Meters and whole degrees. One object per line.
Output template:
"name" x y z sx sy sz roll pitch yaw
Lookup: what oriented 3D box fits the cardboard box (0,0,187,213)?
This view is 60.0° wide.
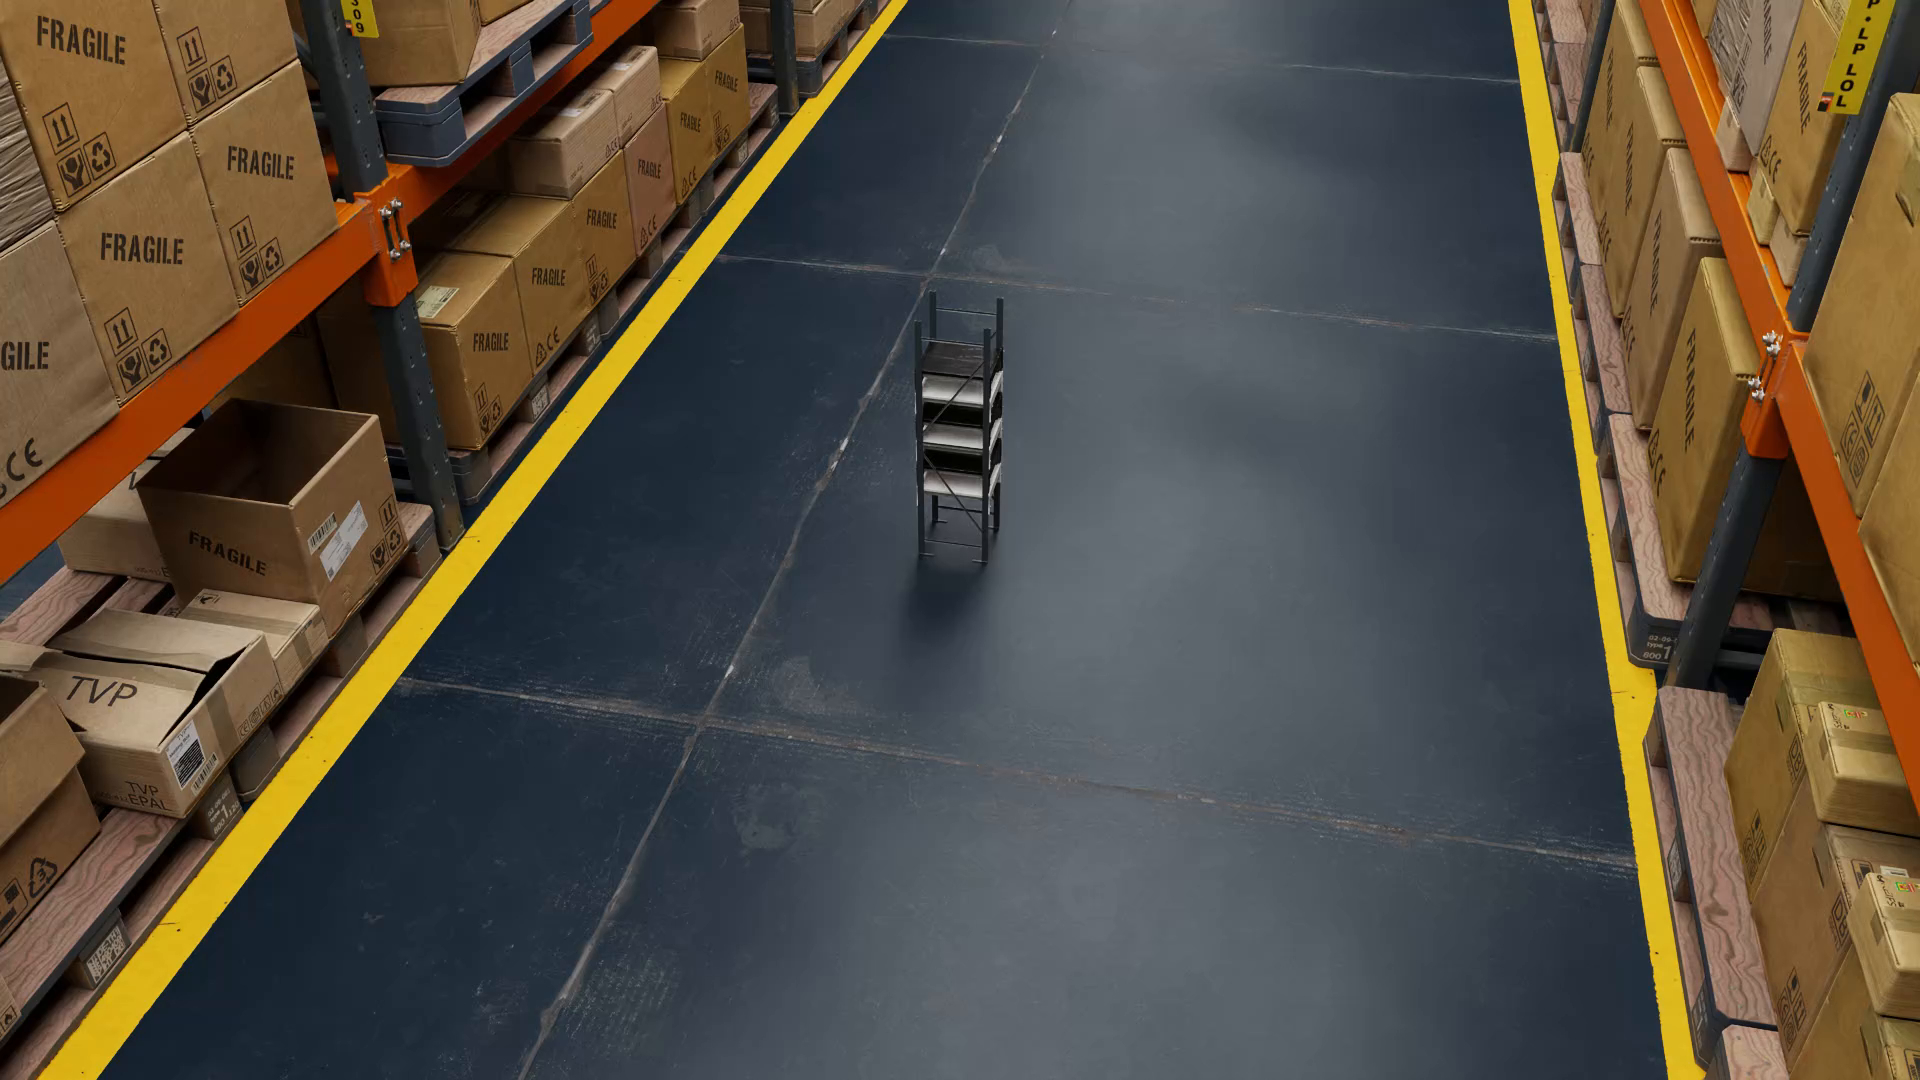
"cardboard box" -2.181 -1.095 3.768 0.500 0.500 0.500 7 36 9

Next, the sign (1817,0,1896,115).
"sign" 2.089 -1.147 3.857 0.100 0.325 0.005 7 37 10

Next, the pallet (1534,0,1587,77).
"pallet" 3.907 -2.957 9.650 1.003 0.211 1.213 7 37 10

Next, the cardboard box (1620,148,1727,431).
"cardboard box" 2.820 -0.846 5.836 0.750 0.750 0.750 8 37 11

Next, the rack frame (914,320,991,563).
"rack frame" -0.023 -0.301 5.399 0.240 0.900 0.006 7 37 10

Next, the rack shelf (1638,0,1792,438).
"rack shelf" 3.048 -1.503 5.881 1.077 0.370 4.000 7 37 10

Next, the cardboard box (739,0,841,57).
"cardboard box" -0.966 -2.880 9.153 0.500 0.250 0.500 7 37 10

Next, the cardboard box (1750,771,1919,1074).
"cardboard box" 2.251 0.898 3.727 0.700 0.500 0.500 7 37 9

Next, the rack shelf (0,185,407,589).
"rack shelf" -2.646 0.171 3.571 1.077 0.370 4.000 7 37 10

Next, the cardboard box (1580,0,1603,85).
"cardboard box" 3.578 -2.526 8.435 0.700 0.500 0.500 8 37 11

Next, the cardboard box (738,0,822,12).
"cardboard box" -0.966 -3.107 8.988 0.500 0.311 0.500 9 37 12

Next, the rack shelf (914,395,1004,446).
"rack shelf" -0.002 -0.406 5.446 0.258 0.077 0.200 7 37 10

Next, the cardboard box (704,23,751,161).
"cardboard box" -1.335 -2.160 7.930 0.500 0.500 0.500 9 37 12

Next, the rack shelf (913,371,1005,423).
"rack shelf" -0.002 -0.478 5.393 0.258 0.077 0.200 7 37 10

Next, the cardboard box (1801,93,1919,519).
"cardboard box" 2.489 -0.460 3.573 0.980 0.700 0.700 8 37 11

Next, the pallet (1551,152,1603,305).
"pallet" 3.233 -1.369 7.459 1.003 0.211 1.213 7 37 10

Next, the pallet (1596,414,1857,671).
"pallet" 2.712 0.030 5.529 1.003 0.211 1.213 7 37 10

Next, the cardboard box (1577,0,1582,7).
"cardboard box" 3.979 -3.386 9.621 0.700 0.500 0.500 8 37 10

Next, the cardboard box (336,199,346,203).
"cardboard box" -2.280 -1.034 6.375 0.500 0.500 0.500 7 37 10

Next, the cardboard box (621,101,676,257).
"cardboard box" -1.552 -1.562 7.104 0.500 0.500 0.500 6 36 8

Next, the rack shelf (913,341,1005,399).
"rack shelf" -0.002 -0.551 5.341 0.258 0.077 0.200 7 37 10

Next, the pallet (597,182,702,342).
"pallet" -1.824 -1.310 7.378 1.003 0.211 1.213 7 37 10

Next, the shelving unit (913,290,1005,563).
"shelving unit" -0.002 -0.360 5.480 0.258 0.900 0.210 7 37 10

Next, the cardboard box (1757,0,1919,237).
"cardboard box" 2.473 -1.113 4.374 0.500 0.500 0.500 7 36 9

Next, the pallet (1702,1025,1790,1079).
"pallet" 2.124 1.609 3.350 1.003 0.211 1.213 7 37 10

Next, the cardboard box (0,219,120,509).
"cardboard box" -2.291 -0.398 3.658 0.500 0.500 0.500 8 37 11

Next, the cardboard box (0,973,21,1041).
"cardboard box" -2.467 1.112 3.627 0.500 0.250 0.500 7 37 10

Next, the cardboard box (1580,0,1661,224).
"cardboard box" 3.190 -1.835 7.200 0.750 0.750 0.750 7 36 9

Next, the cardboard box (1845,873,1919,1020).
"cardboard box" 1.998 0.820 3.282 0.380 0.149 0.250 6 36 9

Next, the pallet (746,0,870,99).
"pallet" -1.151 -2.898 9.568 1.003 0.211 1.213 7 37 10

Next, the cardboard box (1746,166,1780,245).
"cardboard box" 2.448 -0.931 4.676 0.380 0.149 0.250 8 37 11

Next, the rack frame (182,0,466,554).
"rack frame" -2.219 -1.267 4.941 1.000 3.000 0.127 7 37 10

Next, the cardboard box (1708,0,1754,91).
"cardboard box" 2.688 -1.694 5.175 0.500 0.500 0.500 7 37 10

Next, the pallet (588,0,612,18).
"pallet" -1.776 -2.367 6.623 1.003 0.211 1.213 7 37 10

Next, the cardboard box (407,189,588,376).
"cardboard box" -1.775 -0.986 6.310 0.500 0.500 0.500 8 37 11

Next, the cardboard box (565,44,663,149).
"cardboard box" -1.558 -1.844 6.854 0.500 0.250 0.500 7 36 9

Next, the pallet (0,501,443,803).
"pallet" -2.367 0.256 5.217 1.003 0.211 1.213 7 37 10

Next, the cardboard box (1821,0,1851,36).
"cardboard box" 2.471 -1.420 4.159 0.500 0.250 0.500 8 37 11

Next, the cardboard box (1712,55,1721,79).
"cardboard box" 2.799 -1.657 5.677 0.380 0.149 0.250 8 37 11

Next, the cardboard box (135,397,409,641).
"cardboard box" -2.064 -0.070 5.046 0.500 0.500 0.500 7 37 10

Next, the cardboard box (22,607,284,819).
"cardboard box" -2.224 0.436 4.508 0.500 0.311 0.500 7 37 10

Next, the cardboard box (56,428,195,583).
"cardboard box" -2.520 -0.142 5.307 0.500 0.311 0.500 7 37 10

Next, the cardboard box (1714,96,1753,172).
"cardboard box" 2.546 -1.233 5.092 0.380 0.149 0.250 7 37 10

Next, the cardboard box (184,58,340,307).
"cardboard box" -2.075 -0.988 4.472 0.500 0.500 0.500 8 37 11

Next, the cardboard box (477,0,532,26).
"cardboard box" -1.814 -2.123 5.680 0.700 0.500 0.500 13 38 17

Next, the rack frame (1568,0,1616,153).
"rack frame" 3.475 -2.941 7.252 1.000 3.000 0.127 7 37 10
